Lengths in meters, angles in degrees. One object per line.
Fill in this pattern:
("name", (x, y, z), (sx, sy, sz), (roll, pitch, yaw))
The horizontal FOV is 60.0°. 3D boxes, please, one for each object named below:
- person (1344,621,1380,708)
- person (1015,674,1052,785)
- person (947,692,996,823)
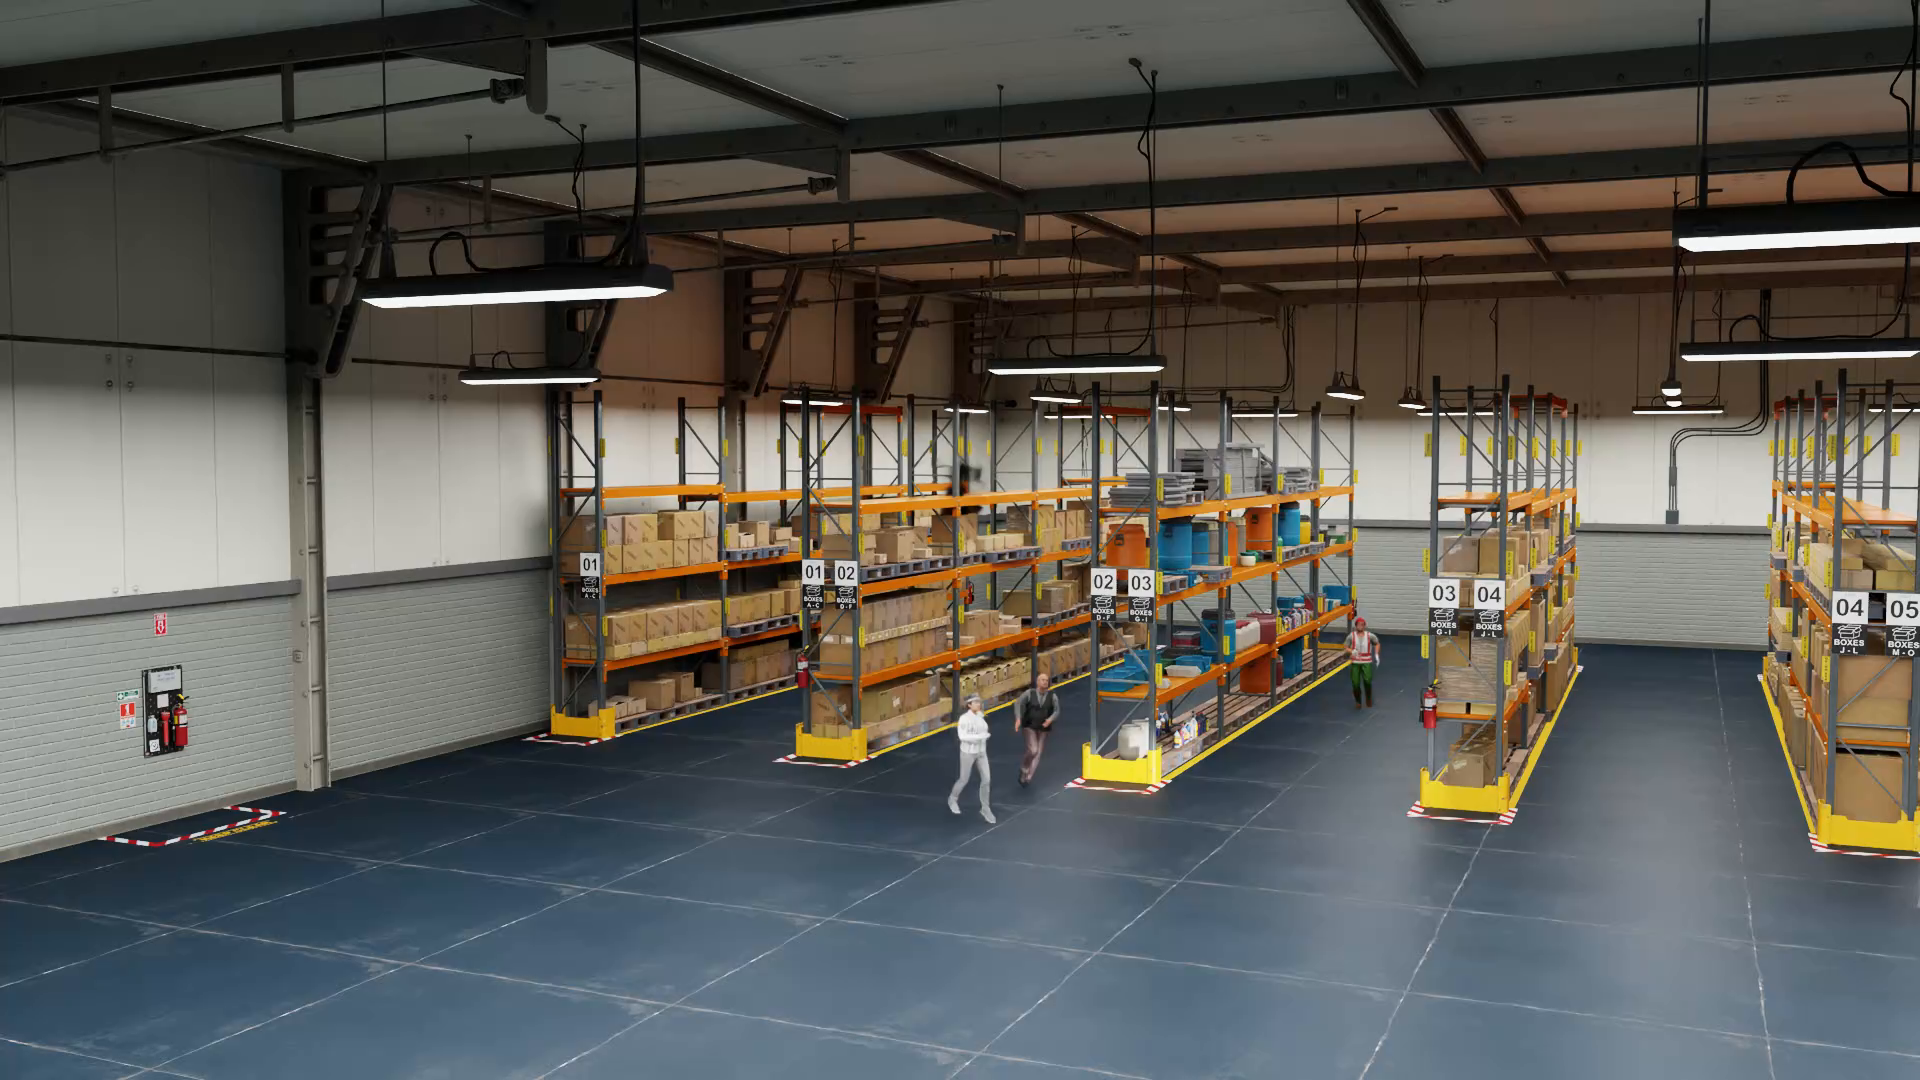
("person", (7.688, 2.382, 31.820), (0.657, 1.708, 0.508), (1, 3, 15))
("person", (1.105, 2.810, 24.514), (0.541, 1.659, 0.614), (-1, 3, -11))
("person", (0.152, 2.906, 22.437), (0.370, 1.747, 0.795), (-3, 4, -41))
